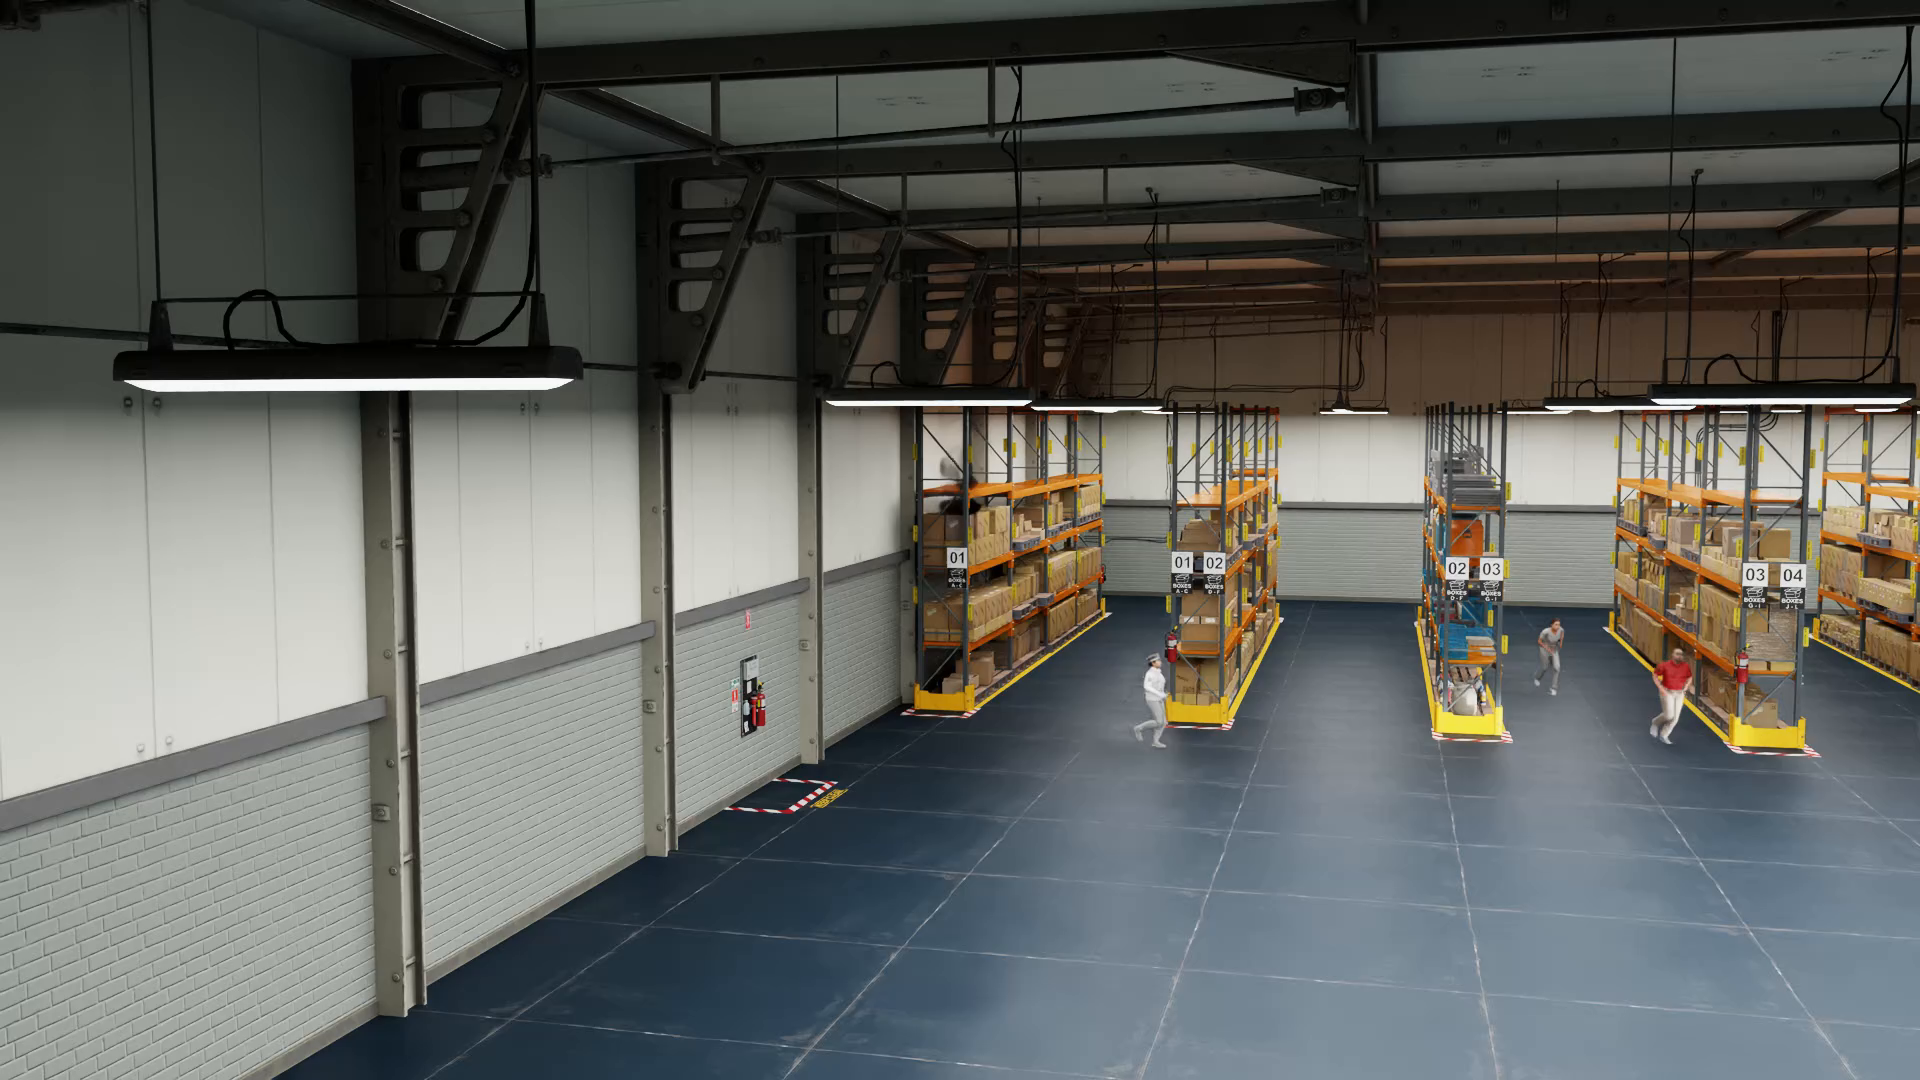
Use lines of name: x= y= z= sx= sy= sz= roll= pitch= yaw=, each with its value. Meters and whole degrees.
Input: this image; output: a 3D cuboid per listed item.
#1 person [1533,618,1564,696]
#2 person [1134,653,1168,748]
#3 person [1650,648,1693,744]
person: x=12.241 y=2.390 z=34.645 sx=0.601 sy=1.617 sz=1.005 roll=-1 pitch=4 yaw=-10
person: x=3.336 y=2.766 z=28.820 sx=0.611 sy=1.654 sz=0.609 roll=2 pitch=5 yaw=23
person: x=12.575 y=2.738 z=29.283 sx=0.667 sy=1.683 sz=0.582 roll=0 pitch=4 yaw=-3
